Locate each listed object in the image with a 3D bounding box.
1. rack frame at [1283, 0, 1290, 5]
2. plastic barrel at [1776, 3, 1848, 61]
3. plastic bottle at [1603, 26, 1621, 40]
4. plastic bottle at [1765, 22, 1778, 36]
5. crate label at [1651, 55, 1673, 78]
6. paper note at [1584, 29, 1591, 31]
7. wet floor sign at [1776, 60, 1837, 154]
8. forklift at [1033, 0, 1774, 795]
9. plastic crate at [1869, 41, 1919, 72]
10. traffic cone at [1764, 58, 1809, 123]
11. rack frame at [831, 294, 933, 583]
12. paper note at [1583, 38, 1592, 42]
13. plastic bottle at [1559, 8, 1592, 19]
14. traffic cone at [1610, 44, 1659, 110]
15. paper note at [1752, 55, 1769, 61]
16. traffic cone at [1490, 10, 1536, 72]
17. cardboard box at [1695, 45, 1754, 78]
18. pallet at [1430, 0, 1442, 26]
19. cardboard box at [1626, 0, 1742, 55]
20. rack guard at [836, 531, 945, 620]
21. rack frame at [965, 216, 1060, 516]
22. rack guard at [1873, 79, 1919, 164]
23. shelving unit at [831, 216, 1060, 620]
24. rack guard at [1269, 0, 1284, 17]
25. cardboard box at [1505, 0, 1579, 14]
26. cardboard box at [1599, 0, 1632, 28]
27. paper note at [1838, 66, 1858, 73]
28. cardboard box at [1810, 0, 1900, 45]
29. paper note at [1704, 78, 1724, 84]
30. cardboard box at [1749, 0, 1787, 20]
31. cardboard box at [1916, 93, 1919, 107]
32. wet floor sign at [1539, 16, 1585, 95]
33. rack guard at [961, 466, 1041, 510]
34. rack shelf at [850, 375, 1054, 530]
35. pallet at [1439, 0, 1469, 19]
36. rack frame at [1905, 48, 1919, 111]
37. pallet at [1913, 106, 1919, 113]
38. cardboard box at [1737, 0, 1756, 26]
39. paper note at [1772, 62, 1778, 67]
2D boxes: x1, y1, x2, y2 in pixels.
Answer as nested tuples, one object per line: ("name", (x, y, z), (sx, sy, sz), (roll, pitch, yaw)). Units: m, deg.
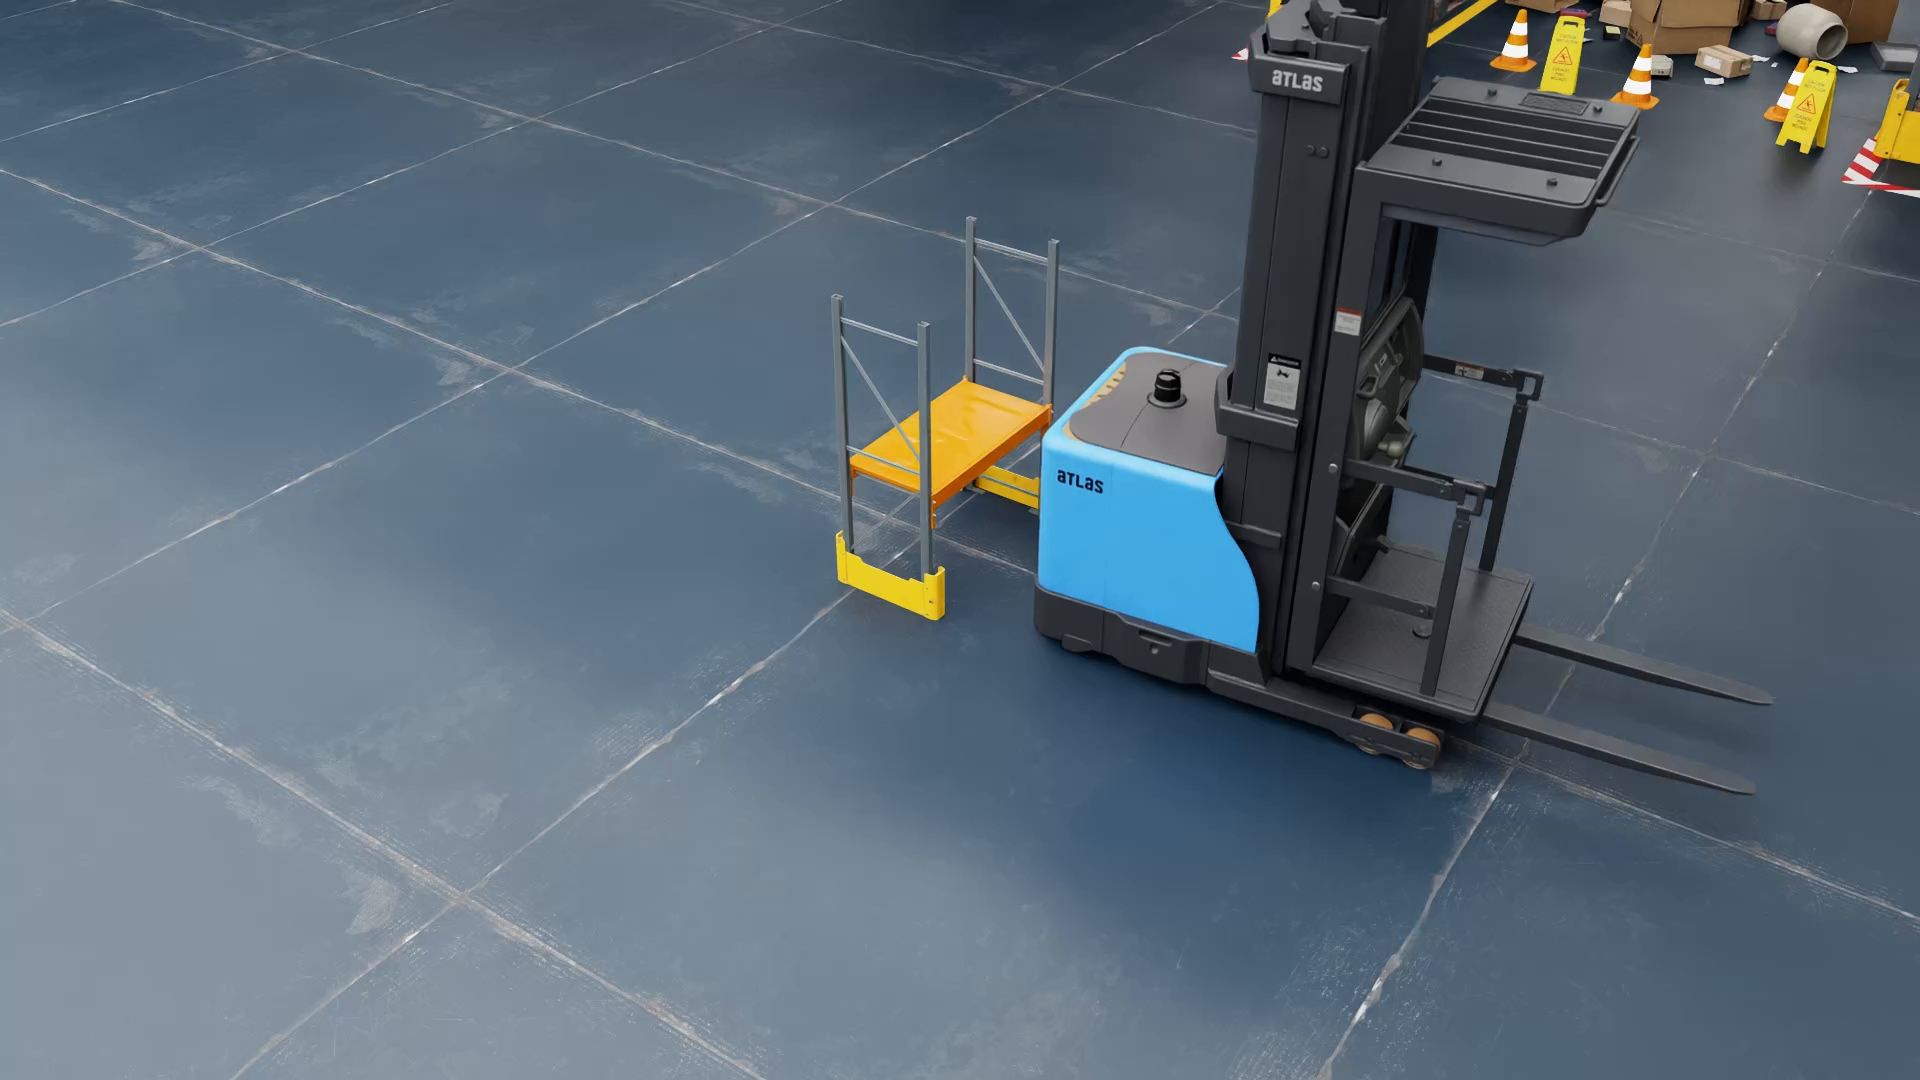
("rack frame", (3.282, -5.535, 13.758), (1.000, 3.000, 0.127), (21, 39, 28))
("plastic barrel", (7.340, -4.368, 14.331), (0.421, 0.421, 0.512), (-9, 35, -13))
("plastic bottle", (5.857, -4.568, 14.950), (0.133, 0.061, 0.283), (8, 35, 12))
("plastic bottle", (7.410, -4.629, 15.041), (0.133, 0.061, 0.283), (29, 44, 36))
("crate label", (5.883, -4.005, 14.049), (0.250, 0.136, 0.298), (3, 34, 4))
("paper note", (5.663, -4.627, 15.083), (0.123, 0.001, 0.032), (-15, 37, -21))
("wet floor sign", (6.419, -3.280, 12.524), (0.232, 0.644, 0.267), (-22, 40, -29))
("forklift", (1.879, -0.613, 6.539), (3.031, 2.935, 1.130), (17, 37, 23))
("plastic crate", (8.118, -4.172, 14.347), (0.402, 0.080, 0.583), (8, 35, 12))
("traffic cone", (6.592, -3.560, 13.101), (0.336, 0.463, 0.334), (21, 39, 28))
("rack frame", (-0.338, -0.348, 7.426), (0.500, 1.500, 0.032), (21, 39, 28))
("paper note", (5.547, -4.465, 14.827), (0.142, 0.017, 0.144), (-22, 40, -29))
("plastic bottle", (5.705, -4.876, 15.405), (0.283, 0.061, 0.133), (8, 35, 12))
("traffic cone", (5.486, -3.758, 13.394), (0.336, 0.463, 0.334), (21, 39, 28))
("paper note", (6.918, -4.180, 14.414), (0.142, 0.019, 0.148), (-22, 40, -29))
("traffic cone", (4.751, -4.275, 14.159), (0.336, 0.463, 0.334), (21, 39, 28))
("cardboard box", (6.494, -4.068, 14.133), (0.250, 0.149, 0.380), (-15, 37, -21))
("pallet", (3.674, -4.773, 15.120), (1.003, 0.211, 1.213), (21, 39, 28))
("cardboard box", (6.328, -4.584, 14.579), (0.797, 0.503, 0.637), (-3, 34, -4))
("rack guard", (-0.327, 0.161, 7.789), (0.587, 0.250, 0.087), (21, 39, 28))
("rack frame", (0.241, -0.816, 8.118), (0.500, 1.500, 0.032), (21, 39, 28))
("rack guard", (7.450, -3.000, 12.240), (1.175, 0.500, 0.348), (21, 39, 28))
("shelving unit", (-0.043, -0.586, 7.778), (0.587, 1.500, 1.083), (21, 39, 28))
("rack guard", (3.268, -4.489, 14.441), (1.175, 0.500, 0.348), (21, 39, 28))
("cardboard box", (5.521, -5.300, 15.638), (0.500, 0.500, 0.500), (29, 44, 36))
("cardboard box", (6.096, -4.864, 15.206), (0.396, 0.266, 0.258), (29, 44, 36))
("paper note", (7.563, -4.013, 14.156), (0.142, 0.019, 0.148), (8, 35, 12))
("cardboard box", (7.958, -4.749, 14.823), (0.500, 0.500, 0.500), (-9, 35, -13))
("paper note", (6.310, -3.842, 13.904), (0.148, 0.019, 0.142), (8, 35, 12))
("cardboard box", (7.459, -5.020, 15.436), (0.258, 0.266, 0.396), (-3, 34, -4))
("cardboard box", (7.660, -3.505, 12.834), (0.500, 0.250, 0.500), (21, 39, 28))
("wet floor sign", (4.892, -3.914, 13.462), (0.267, 0.644, 0.232), (14, 37, 20))
("rack guard", (0.240, -0.298, 8.467), (0.587, 0.250, 0.087), (21, 39, 28))
("rack shelf", (-0.049, -0.433, 7.873), (0.538, 0.185, 1.000), (21, 39, 28))
("pallet", (4.370, -5.332, 15.947), (1.003, 0.211, 1.213), (21, 39, 28))
("rack frame", (7.406, -4.001, 11.488), (1.000, 3.000, 0.127), (21, 39, 28))
("pallet", (7.942, -3.243, 12.857), (1.003, 0.211, 1.213), (21, 39, 28))
("cardboard box", (6.854, -5.073, 15.181), (0.797, 0.637, 0.503), (21, 39, 28))
("paper note", (6.995, -4.081, 14.276), (0.032, 0.001, 0.123), (21, 39, 28))
